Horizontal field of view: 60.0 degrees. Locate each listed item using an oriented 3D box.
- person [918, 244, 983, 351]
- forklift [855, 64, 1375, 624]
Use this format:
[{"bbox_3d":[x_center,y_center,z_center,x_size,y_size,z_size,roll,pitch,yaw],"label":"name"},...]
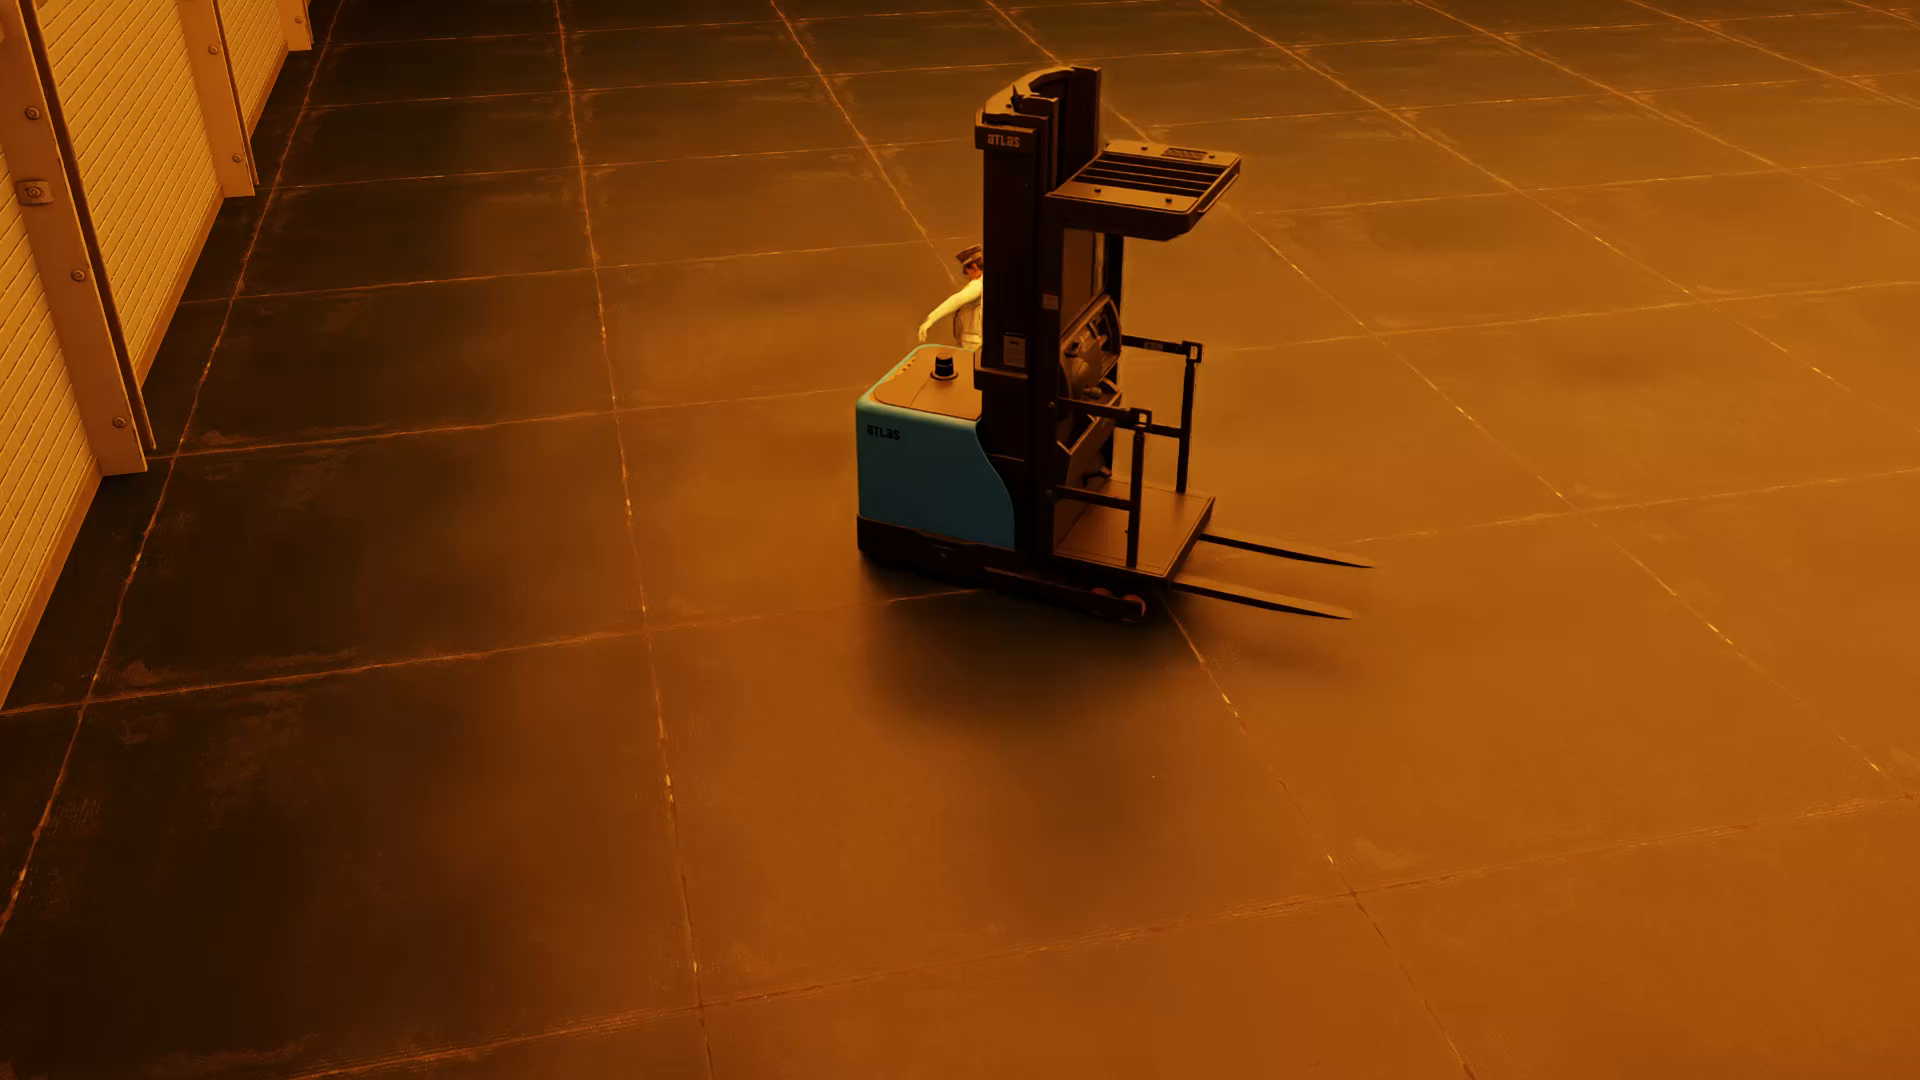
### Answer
[{"bbox_3d":[0.073,-1.224,11.169,1.095,1.451,0.707,-21,36,-32],"label":"person"},{"bbox_3d":[0.932,-1.086,9.451,3.031,2.935,1.130,12,32,20],"label":"forklift"}]
